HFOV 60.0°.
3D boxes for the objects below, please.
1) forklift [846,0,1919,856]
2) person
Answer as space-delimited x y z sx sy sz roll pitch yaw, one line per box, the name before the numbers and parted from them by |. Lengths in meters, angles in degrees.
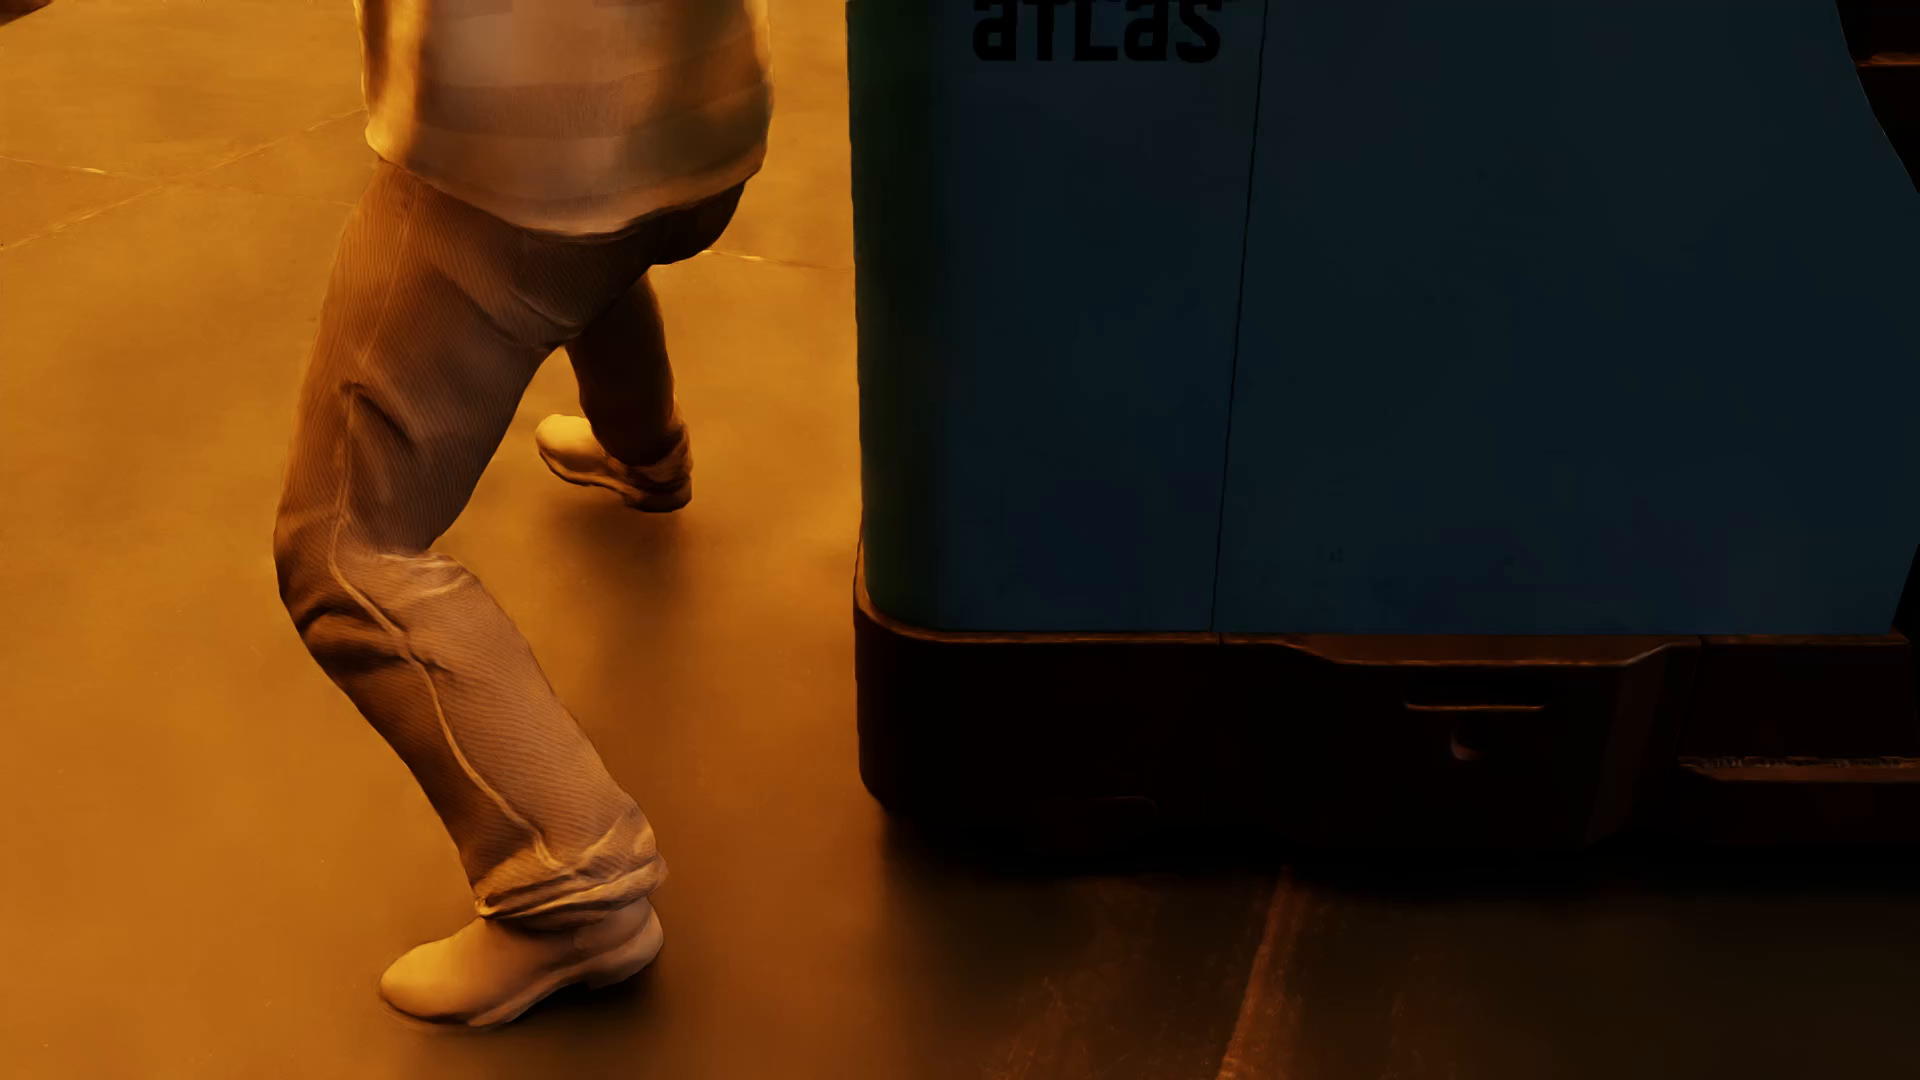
forklift | 1.403 -1.157 1.569 3.031 2.935 1.130 0 30 0
person | -0.521 -0.479 1.752 0.925 1.631 0.992 19 34 29
